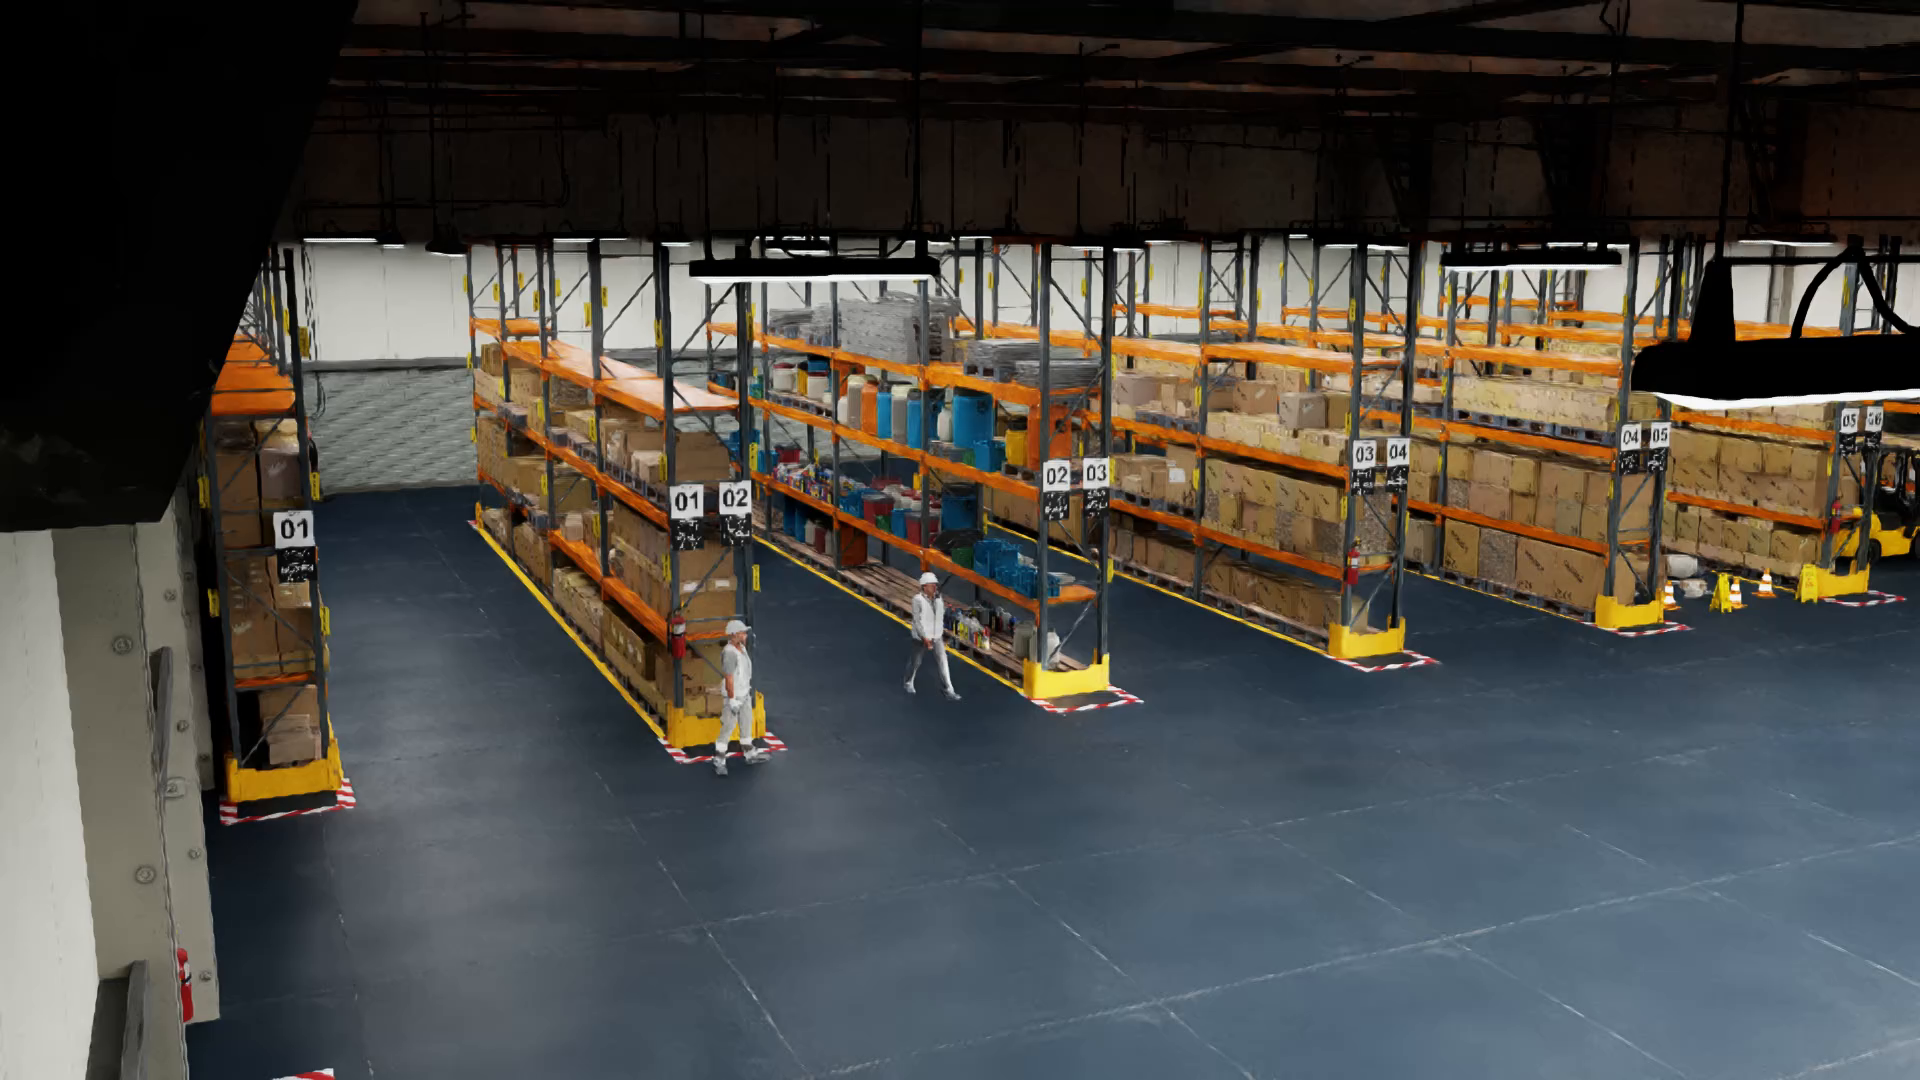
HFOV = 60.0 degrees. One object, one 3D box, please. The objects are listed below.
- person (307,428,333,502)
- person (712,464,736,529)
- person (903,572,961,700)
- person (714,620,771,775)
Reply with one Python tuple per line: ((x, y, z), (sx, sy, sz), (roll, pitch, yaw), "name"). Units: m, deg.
((-14.503, -1.658, 37.109), (0.568, 1.712, 0.737), (3, 11, 16), "person")
((-4.769, -0.938, 33.415), (0.552, 1.754, 0.958), (-1, 11, -6), "person")
((-0.423, 1.261, 22.080), (0.538, 1.715, 1.026), (-7, 13, -32), "person")
((-2.560, 1.780, 19.197), (0.533, 1.786, 0.700), (2, 11, 12), "person")
